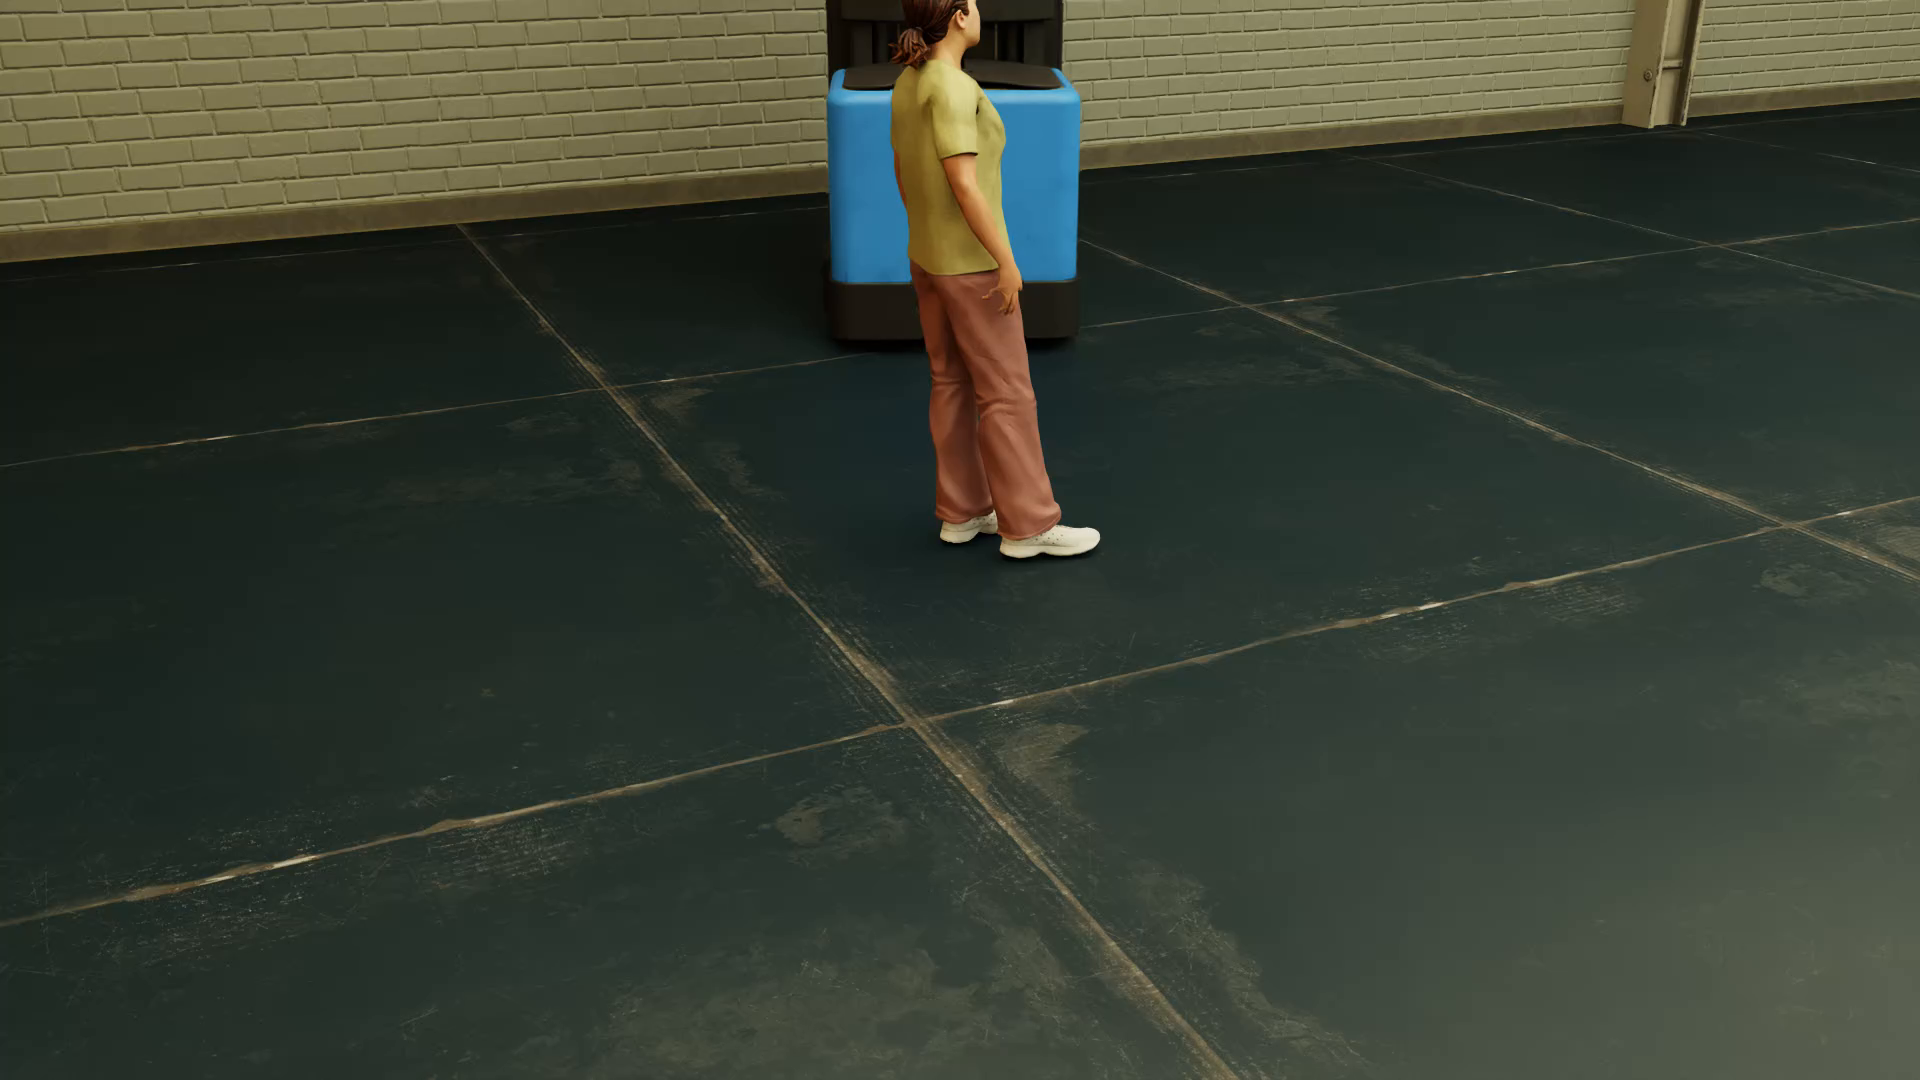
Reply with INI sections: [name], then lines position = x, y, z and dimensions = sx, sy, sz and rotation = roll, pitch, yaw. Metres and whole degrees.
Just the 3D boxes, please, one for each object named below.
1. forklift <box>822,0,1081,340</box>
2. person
[forklift]
position = -0.081, -2.704, 7.795
dimensions = 1.130, 2.935, 3.031
rotation = -1, 23, -2
[person]
position = 0.072, -0.789, 4.801
dimensions = 0.549, 1.675, 0.553
rotation = -10, 25, -23
